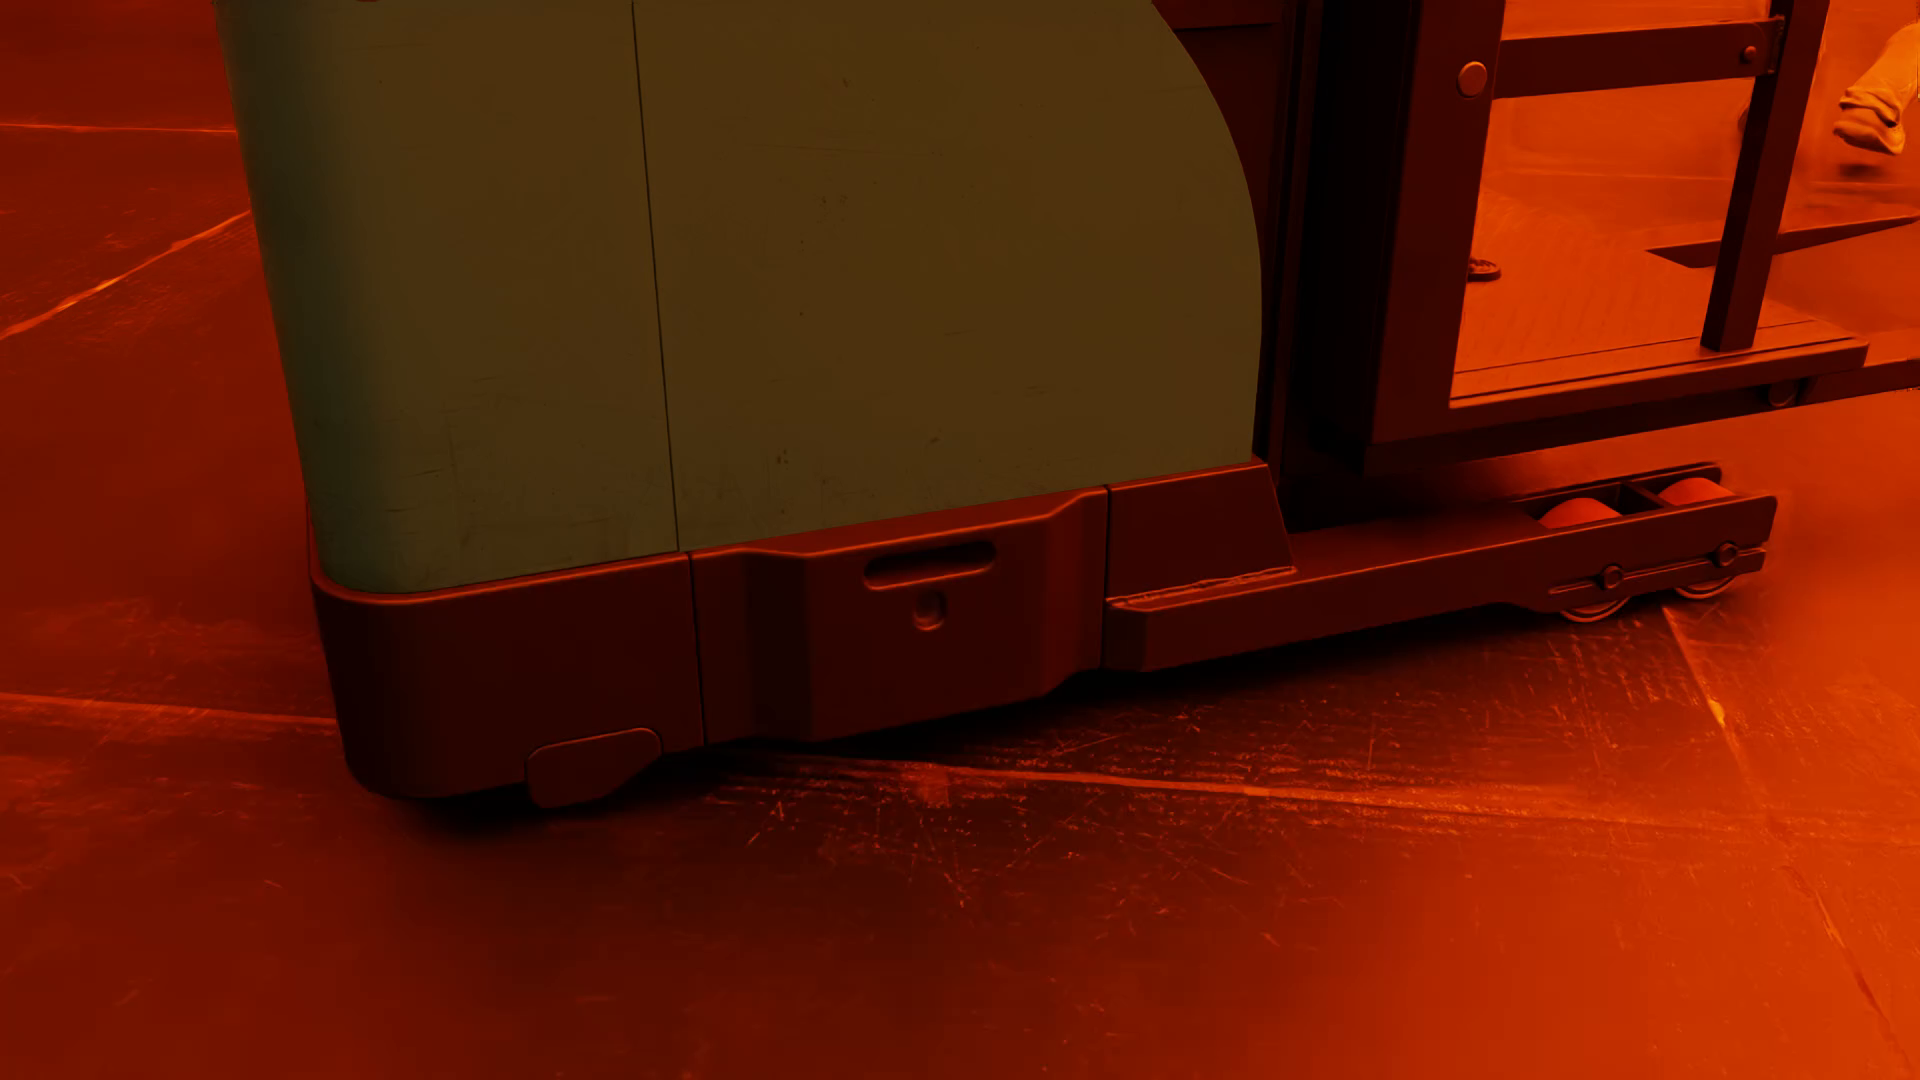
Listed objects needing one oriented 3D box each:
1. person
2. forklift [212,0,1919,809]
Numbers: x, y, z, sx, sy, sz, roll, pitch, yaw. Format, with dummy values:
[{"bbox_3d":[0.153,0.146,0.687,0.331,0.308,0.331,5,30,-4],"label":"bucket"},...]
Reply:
[{"bbox_3d":[2.322,-1.868,4.427,1.119,1.667,0.827,15,30,28],"label":"person"},{"bbox_3d":[0.596,-1.410,2.043,3.031,2.935,1.130,-9,28,-18],"label":"forklift"}]
